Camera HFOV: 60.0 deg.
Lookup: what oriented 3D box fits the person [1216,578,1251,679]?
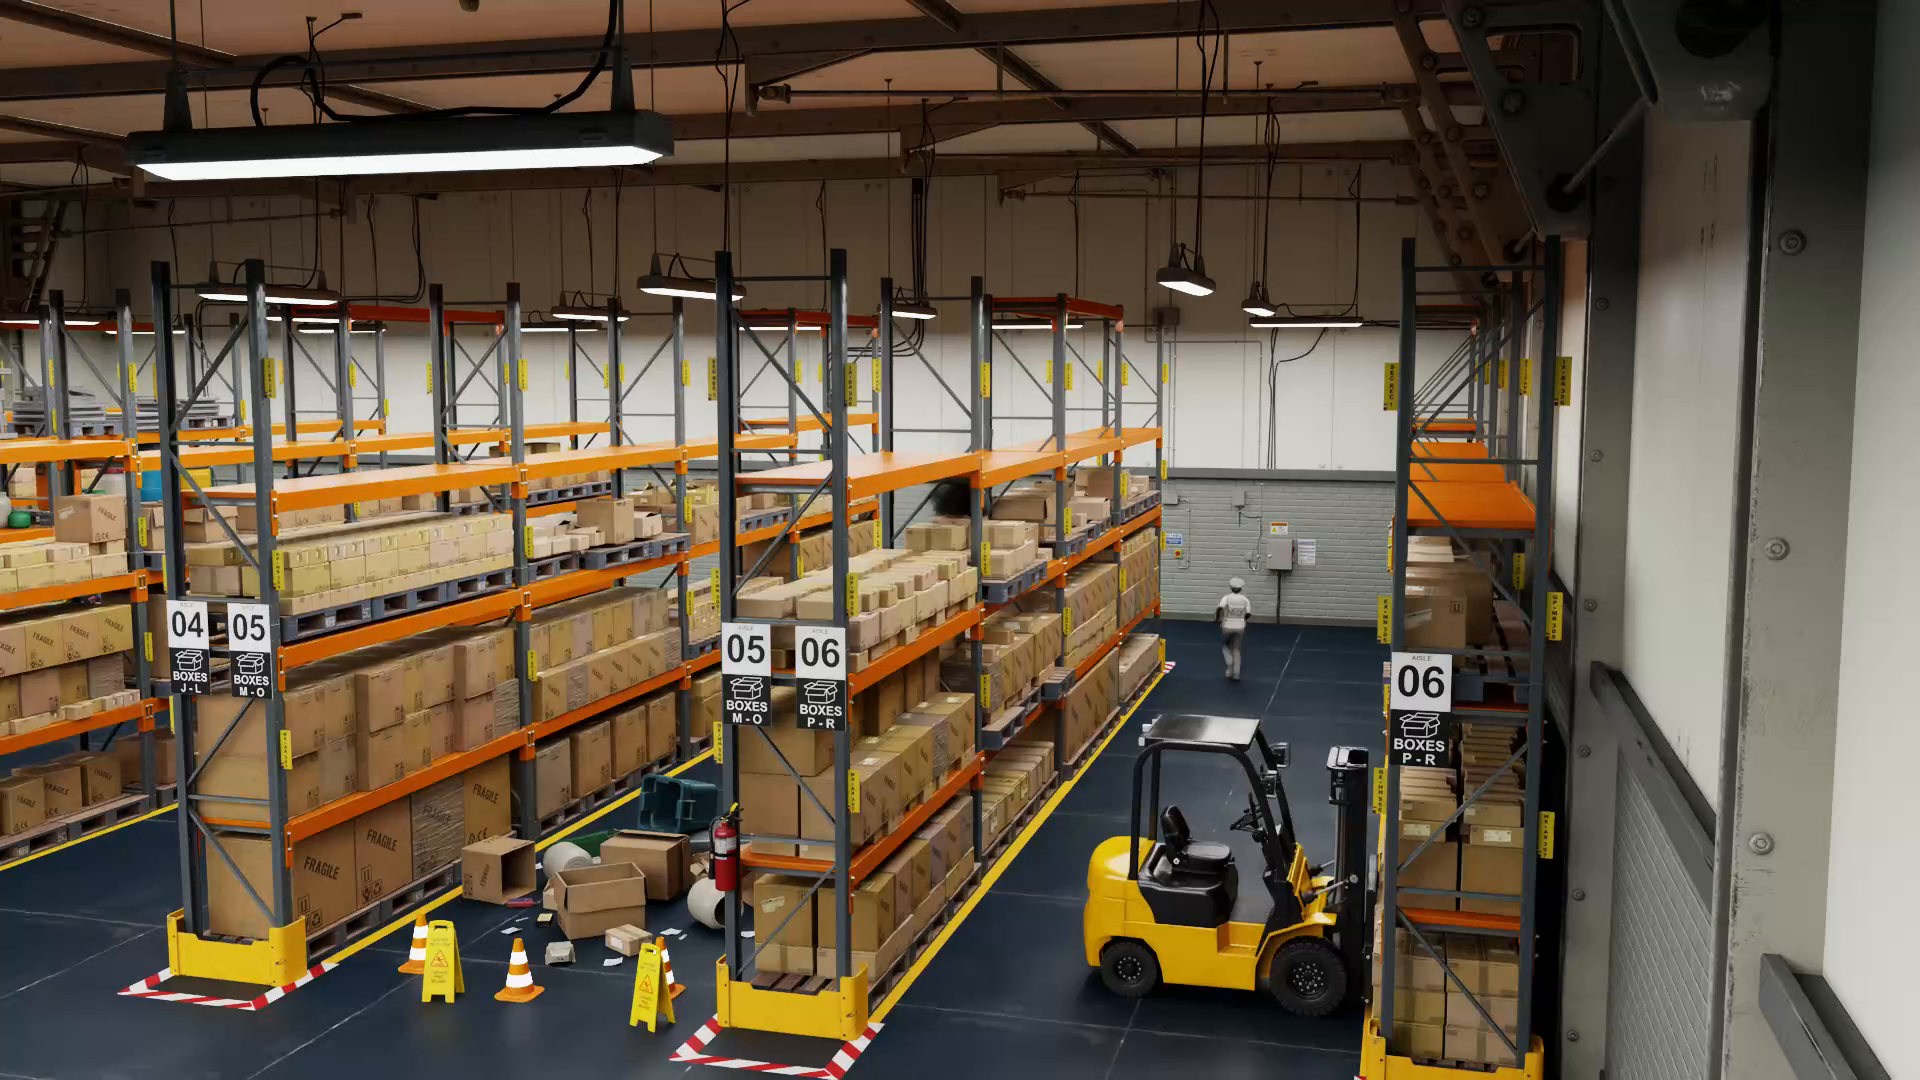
[{"bbox_3d":[4.478,1.449,27.342,0.588,1.673,0.642,0,6,3],"label":"person"}]
